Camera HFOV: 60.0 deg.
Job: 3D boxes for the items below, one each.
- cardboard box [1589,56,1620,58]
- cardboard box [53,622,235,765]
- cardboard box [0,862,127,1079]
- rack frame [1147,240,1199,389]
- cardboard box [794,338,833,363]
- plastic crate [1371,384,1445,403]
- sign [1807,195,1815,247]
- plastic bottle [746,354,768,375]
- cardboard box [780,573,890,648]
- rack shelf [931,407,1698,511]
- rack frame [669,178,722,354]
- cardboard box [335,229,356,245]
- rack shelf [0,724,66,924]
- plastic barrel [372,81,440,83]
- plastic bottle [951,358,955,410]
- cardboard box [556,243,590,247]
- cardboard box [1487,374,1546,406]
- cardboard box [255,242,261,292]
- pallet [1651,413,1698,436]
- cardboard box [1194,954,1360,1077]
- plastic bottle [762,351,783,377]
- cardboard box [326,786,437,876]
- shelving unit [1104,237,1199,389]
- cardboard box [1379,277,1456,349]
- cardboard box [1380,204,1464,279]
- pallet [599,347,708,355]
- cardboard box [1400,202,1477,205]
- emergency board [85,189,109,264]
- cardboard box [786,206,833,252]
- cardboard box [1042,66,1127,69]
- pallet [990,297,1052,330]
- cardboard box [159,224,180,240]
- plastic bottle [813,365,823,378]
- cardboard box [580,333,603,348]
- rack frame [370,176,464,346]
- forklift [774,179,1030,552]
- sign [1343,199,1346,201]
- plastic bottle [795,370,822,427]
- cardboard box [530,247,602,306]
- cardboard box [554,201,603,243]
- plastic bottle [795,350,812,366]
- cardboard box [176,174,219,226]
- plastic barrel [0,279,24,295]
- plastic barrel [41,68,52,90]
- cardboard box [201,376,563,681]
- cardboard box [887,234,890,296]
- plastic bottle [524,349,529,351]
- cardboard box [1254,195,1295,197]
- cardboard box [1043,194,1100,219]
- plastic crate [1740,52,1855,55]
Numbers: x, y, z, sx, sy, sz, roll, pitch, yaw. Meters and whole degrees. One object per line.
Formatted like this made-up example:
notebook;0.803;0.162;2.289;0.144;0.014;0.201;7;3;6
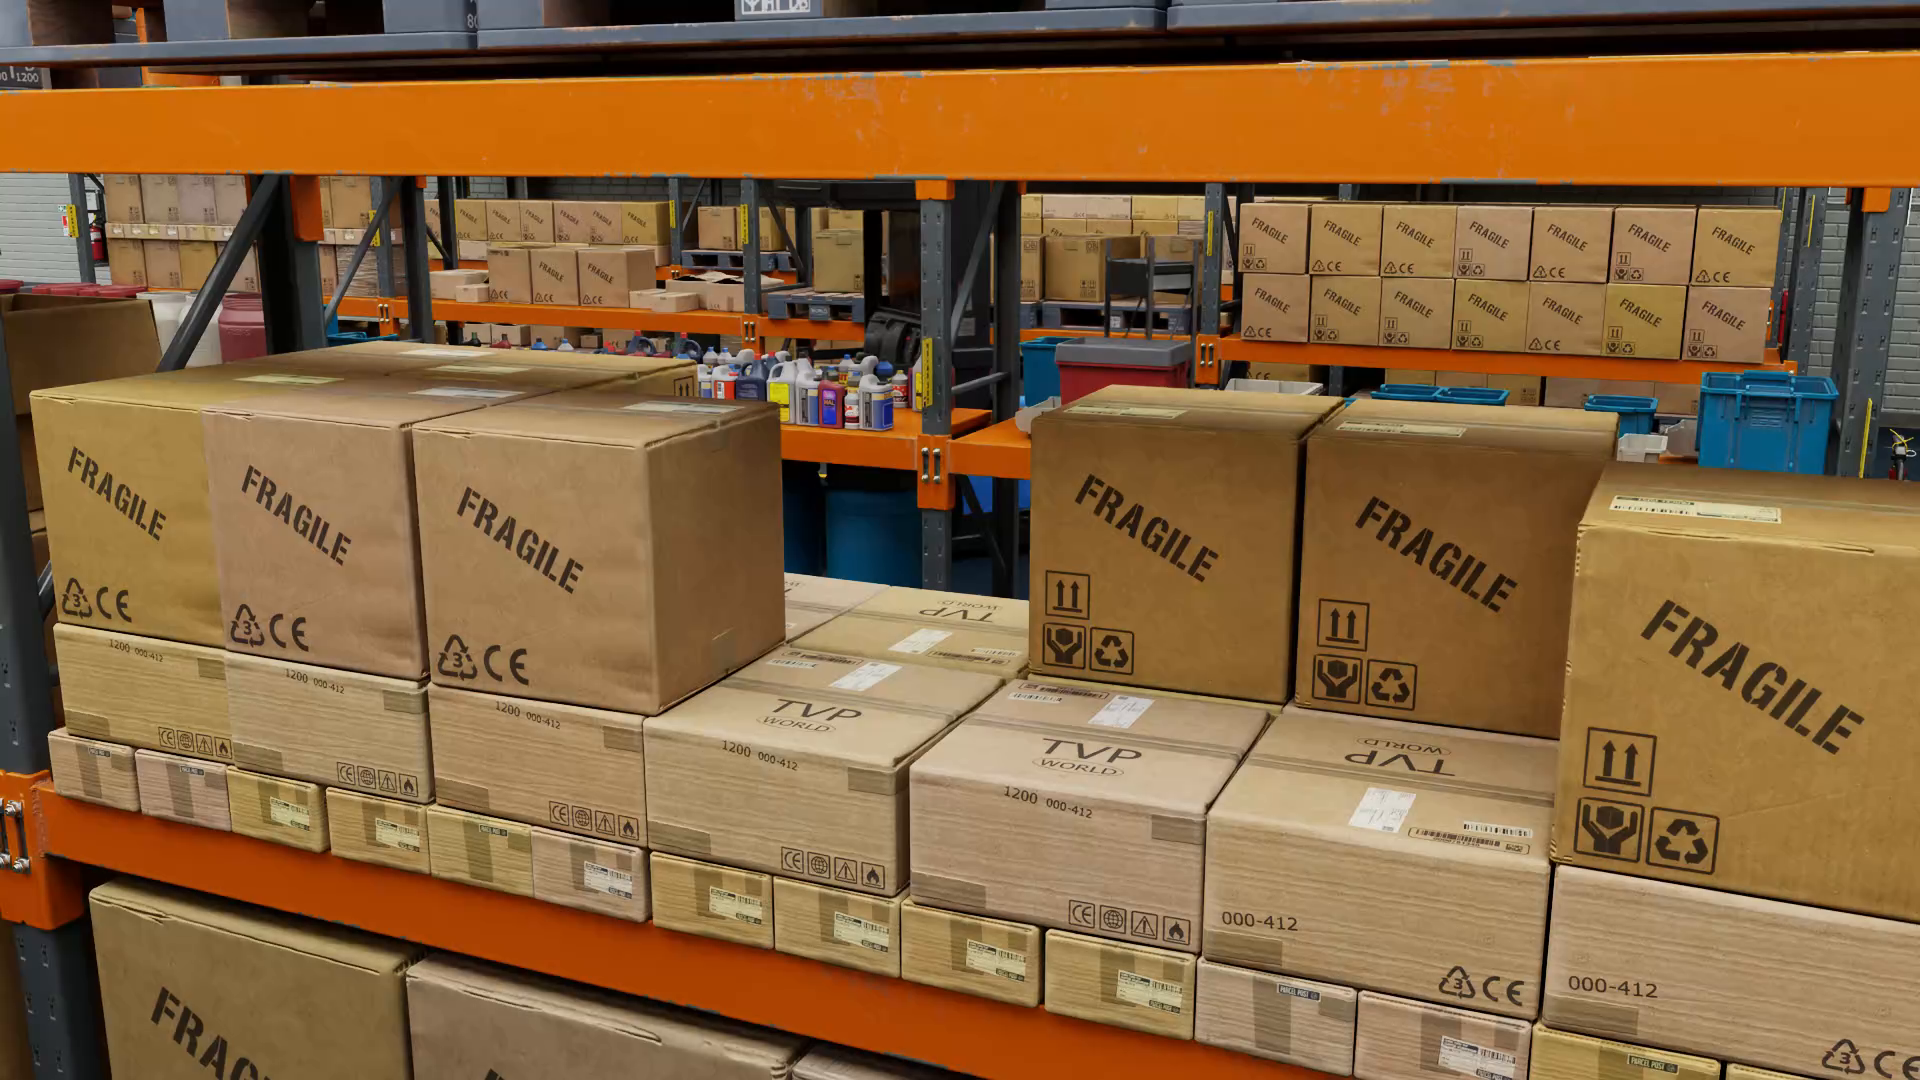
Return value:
cardboard box;4.249;-3.172;11.374;0.500;0.250;0.500;6;14;23
cardboard box;-1.615;0.271;3.709;0.500;0.250;0.500;5;14;22
cardboard box;-2.532;1.020;4.574;0.875;0.875;1.225;6;14;23
rack frame;1.409;-0.941;11.170;0.400;2.100;0.015;-8;15;-29
cardboard box;-1.611;-2.439;20.090;0.500;0.500;0.700;6;14;24
plastic crate;2.154;-0.608;8.016;0.300;0.233;0.416;6;14;23
sign;5.492;-2.057;10.729;0.005;0.325;0.100;6;14;23
plastic bottle;-1.109;-0.905;9.319;0.135;0.276;0.152;6;14;23
cardboard box;-0.487;0.254;3.784;0.500;0.250;0.500;6;15;24
rack shelf;1.896;-0.254;7.847;4.000;0.370;1.077;6;14;23
rack frame;-3.234;-3.599;20.526;0.127;3.000;1.000;6;14;23
cardboard box;-5.797;-2.932;16.046;0.250;0.149;0.380;5;14;22
rack shelf;-3.767;0.410;5.015;4.000;0.370;1.077;6;14;23
plastic barrel;-3.072;-2.980;9.464;0.708;0.830;0.600;6;14;23
plastic bottle;-0.095;-0.856;9.091;0.133;0.283;0.061;6;14;23
cardboard box;-4.708;-3.607;20.847;0.500;0.250;0.500;6;14;23
cardboard box;5.649;-1.660;16.818;0.500;0.500;0.700;6;15;25
cardboard box;-6.587;-2.747;16.677;0.500;0.500;0.700;6;14;24
pallet;6.975;-1.189;16.359;1.213;0.211;1.003;6;14;23
cardboard box;0.564;0.703;2.744;0.250;0.149;0.380;6;15;24
plastic bottle;-1.016;-0.829;8.831;0.185;0.351;0.144;6;14;23
cardboard box;-1.080;0.537;3.451;0.250;0.149;0.380;5;14;22
shelving unit;1.287;-0.990;11.376;0.431;2.100;0.503;-8;15;-29
cardboard box;3.359;-1.675;12.108;0.500;0.500;0.500;6;14;23
cardboard box;3.336;-2.162;11.993;0.500;0.500;0.500;5;14;22
pallet;-3.862;-2.296;21.078;1.213;0.211;1.003;6;14;23
cardboard box;3.575;-2.273;12.468;0.500;0.500;0.500;6;14;24
emergency board;-13.630;-4.877;25.972;0.643;1.169;0.194;6;14;23
cardboard box;-1.660;-3.700;19.775;0.500;0.500;0.700;8;15;31
cardboard box;1.027;-3.705;13.055;0.600;0.600;0.600;6;14;23
pallet;0.200;-1.921;13.797;1.213;0.211;1.003;6;14;23
cardboard box;-7.923;-3.146;16.958;0.250;0.149;0.380;6;14;22
plastic bottle;-0.809;-0.883;9.389;0.097;0.201;0.097;0;13;0
cardboard box;-4.688;-2.577;21.450;0.250;0.149;0.380;5;14;19
rack frame;-5.237;-2.564;16.115;0.127;3.000;1.000;6;14;23
forklift;-0.611;-1.355;11.113;3.031;2.935;1.130;-6;15;-26
sign;3.870;-3.270;16.762;0.005;0.325;0.100;6;14;23
plastic bottle;-0.757;-0.732;8.579;0.135;0.276;0.152;6;14;23
cardboard box;-3.602;-2.443;15.381;0.500;0.500;0.500;6;14;23
cardboard box;-4.706;-3.974;20.767;0.500;0.500;0.500;5;14;22
plastic bottle;-0.907;-0.938;9.441;0.133;0.283;0.061;6;14;23
cardboard box;-7.480;-3.470;16.916;0.500;0.500;0.700;6;14;23
plastic barrel;-6.461;-1.462;11.120;0.433;0.535;0.433;0;13;0
plastic barrel;-6.096;-3.172;11.043;0.600;0.901;0.600;0;13;0
cardboard box;-1.157;-0.047;3.424;0.500;0.500;0.500;6;14;23
cardboard box;-0.199;-2.288;13.800;0.500;0.500;0.700;9;16;34
plastic bottle;-2.649;-1.070;10.182;0.097;0.201;0.097;0;13;0
cardboard box;3.285;-3.571;17.852;0.500;0.250;0.500;6;14;24
cardboard box;1.226;-3.652;18.196;0.500;0.250;0.500;6;14;22
plastic crate;3.486;-1.910;7.048;0.590;0.269;0.497;6;14;23
